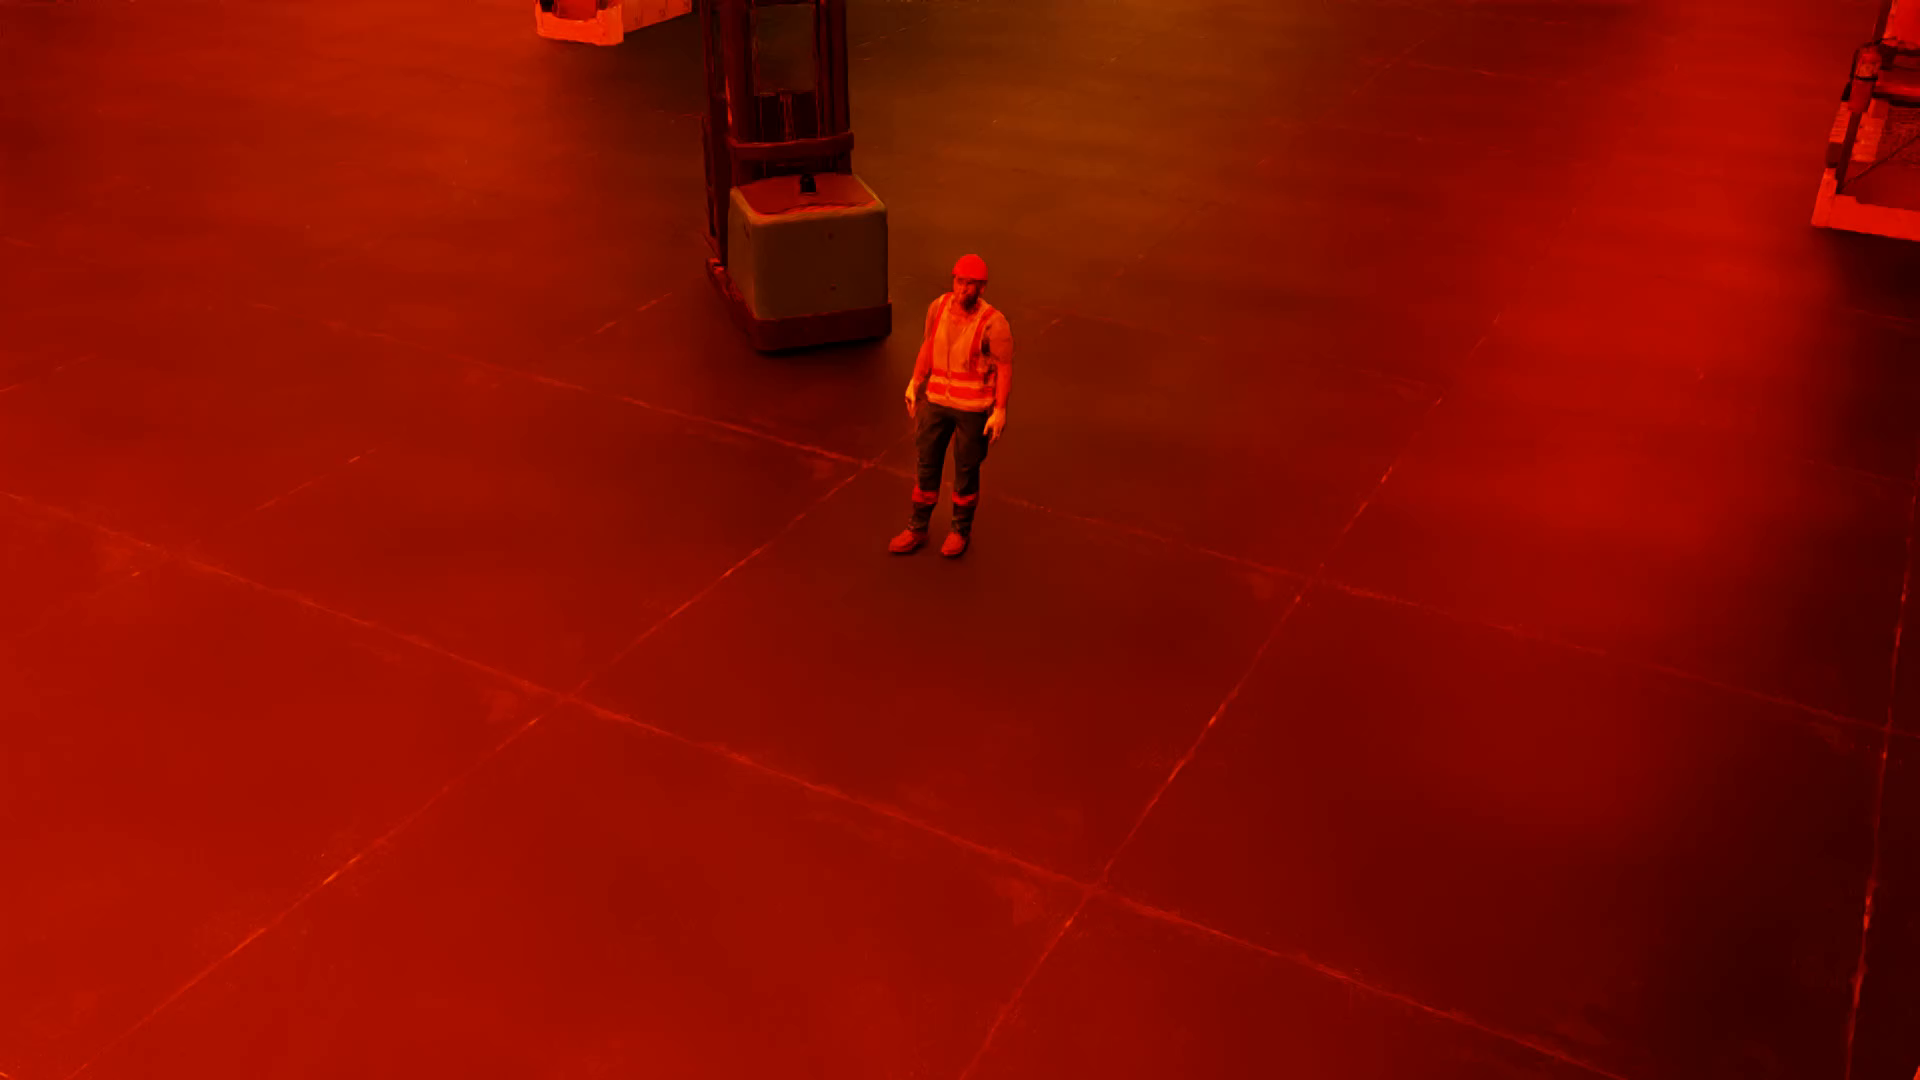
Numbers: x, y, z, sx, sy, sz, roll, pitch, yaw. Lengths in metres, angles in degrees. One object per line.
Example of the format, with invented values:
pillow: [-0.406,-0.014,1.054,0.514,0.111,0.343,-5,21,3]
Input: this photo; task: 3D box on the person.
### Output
person: [-0.048,-0.748,9.496,0.637,1.787,0.563,15,33,25]

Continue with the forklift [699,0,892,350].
forklift: [-1.468,-3.396,12.955,1.130,2.935,3.031,-9,31,-16]
